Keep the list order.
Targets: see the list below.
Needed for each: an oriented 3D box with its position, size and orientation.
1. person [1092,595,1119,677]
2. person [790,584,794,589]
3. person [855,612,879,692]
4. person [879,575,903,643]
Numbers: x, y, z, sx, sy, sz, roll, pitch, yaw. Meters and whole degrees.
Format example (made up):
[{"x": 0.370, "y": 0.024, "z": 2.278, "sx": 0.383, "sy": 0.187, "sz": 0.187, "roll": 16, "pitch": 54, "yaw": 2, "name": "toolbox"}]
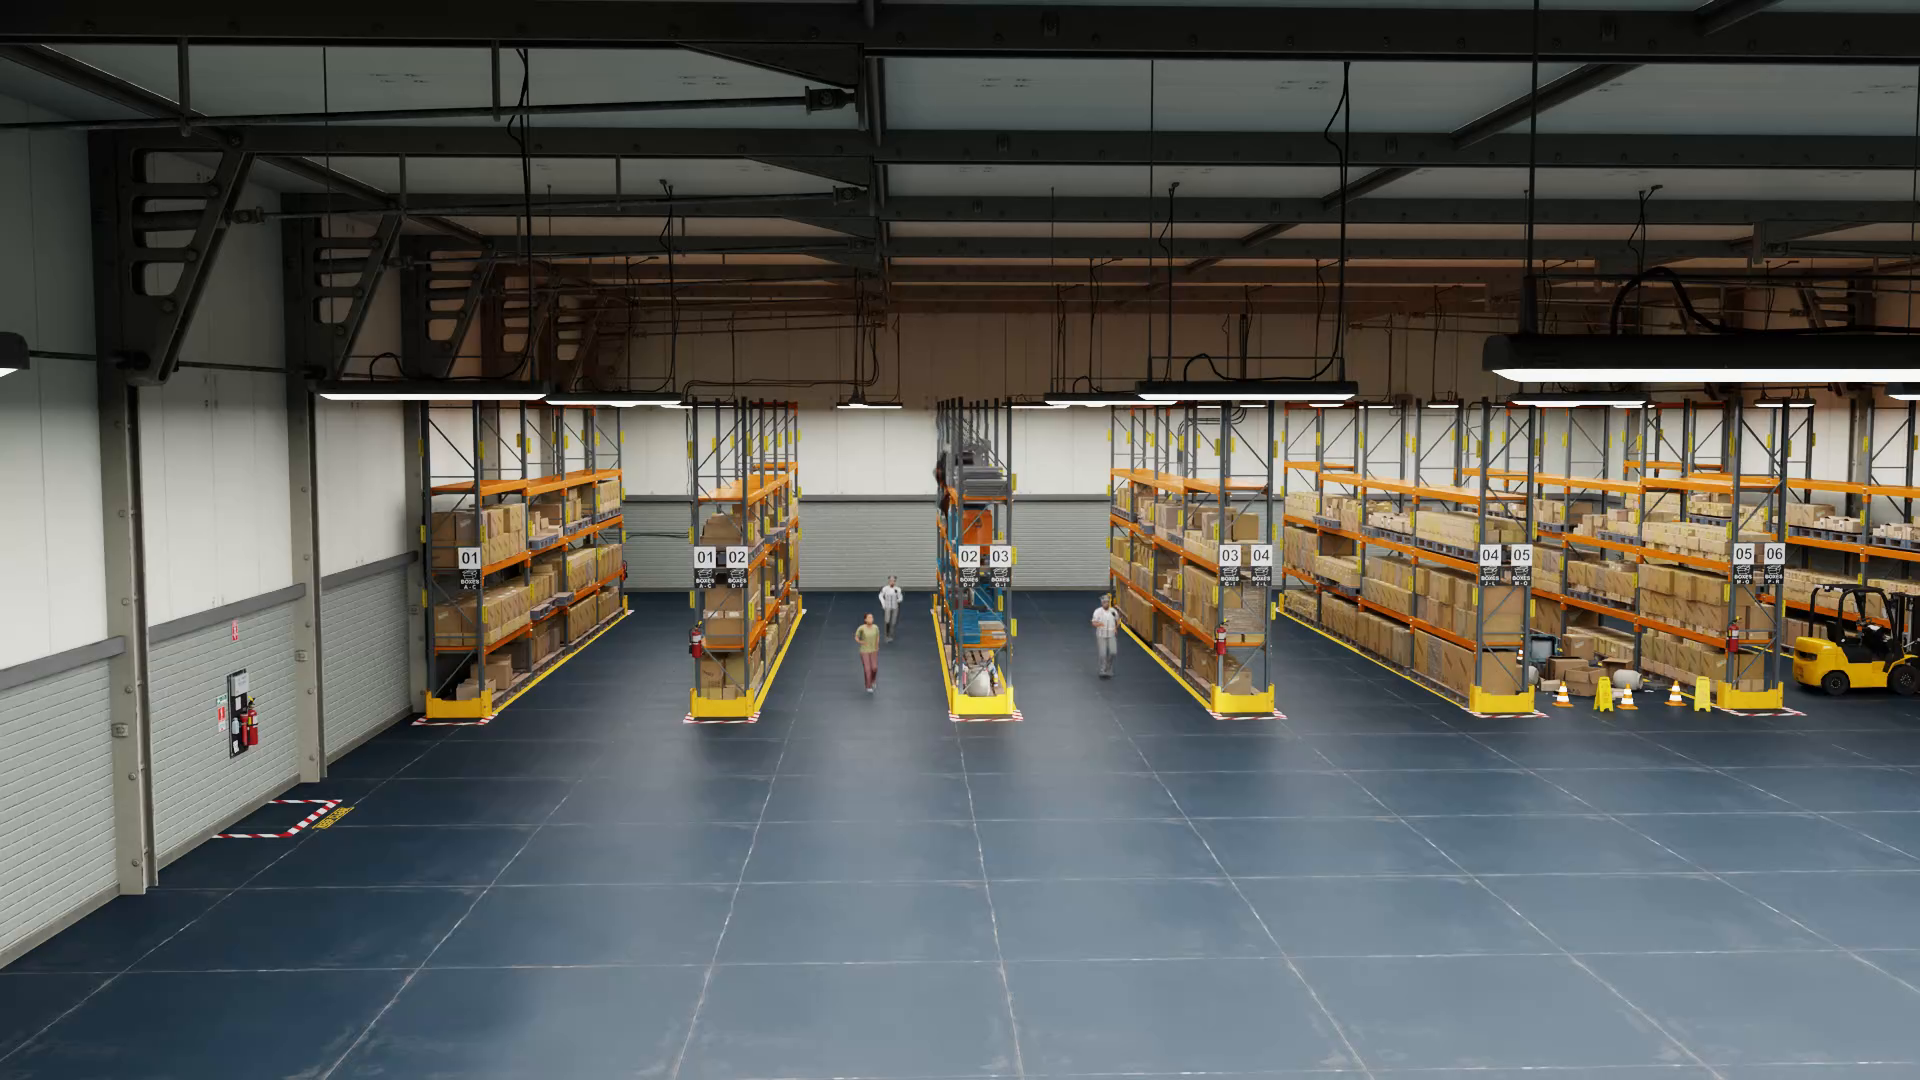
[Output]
[{"x": 3.169, "y": 2.083, "z": 35.851, "sx": 0.645, "sy": 1.797, "sz": 0.661, "roll": 0, "pitch": 4, "yaw": -6, "name": "person"}, {"x": -5.121, "y": 1.184, "z": 48.209, "sx": 0.737, "sy": 1.699, "sz": 0.566, "roll": 0, "pitch": 4, "yaw": 4, "name": "person"}, {"x": -1.858, "y": 2.288, "z": 33.845, "sx": 0.562, "sy": 1.636, "sz": 0.539, "roll": -1, "pitch": 5, "yaw": -19, "name": "person"}, {"x": -1.701, "y": 1.711, "z": 41.126, "sx": 0.585, "sy": 1.694, "sz": 0.665, "roll": 0, "pitch": 4, "yaw": -5, "name": "person"}]
